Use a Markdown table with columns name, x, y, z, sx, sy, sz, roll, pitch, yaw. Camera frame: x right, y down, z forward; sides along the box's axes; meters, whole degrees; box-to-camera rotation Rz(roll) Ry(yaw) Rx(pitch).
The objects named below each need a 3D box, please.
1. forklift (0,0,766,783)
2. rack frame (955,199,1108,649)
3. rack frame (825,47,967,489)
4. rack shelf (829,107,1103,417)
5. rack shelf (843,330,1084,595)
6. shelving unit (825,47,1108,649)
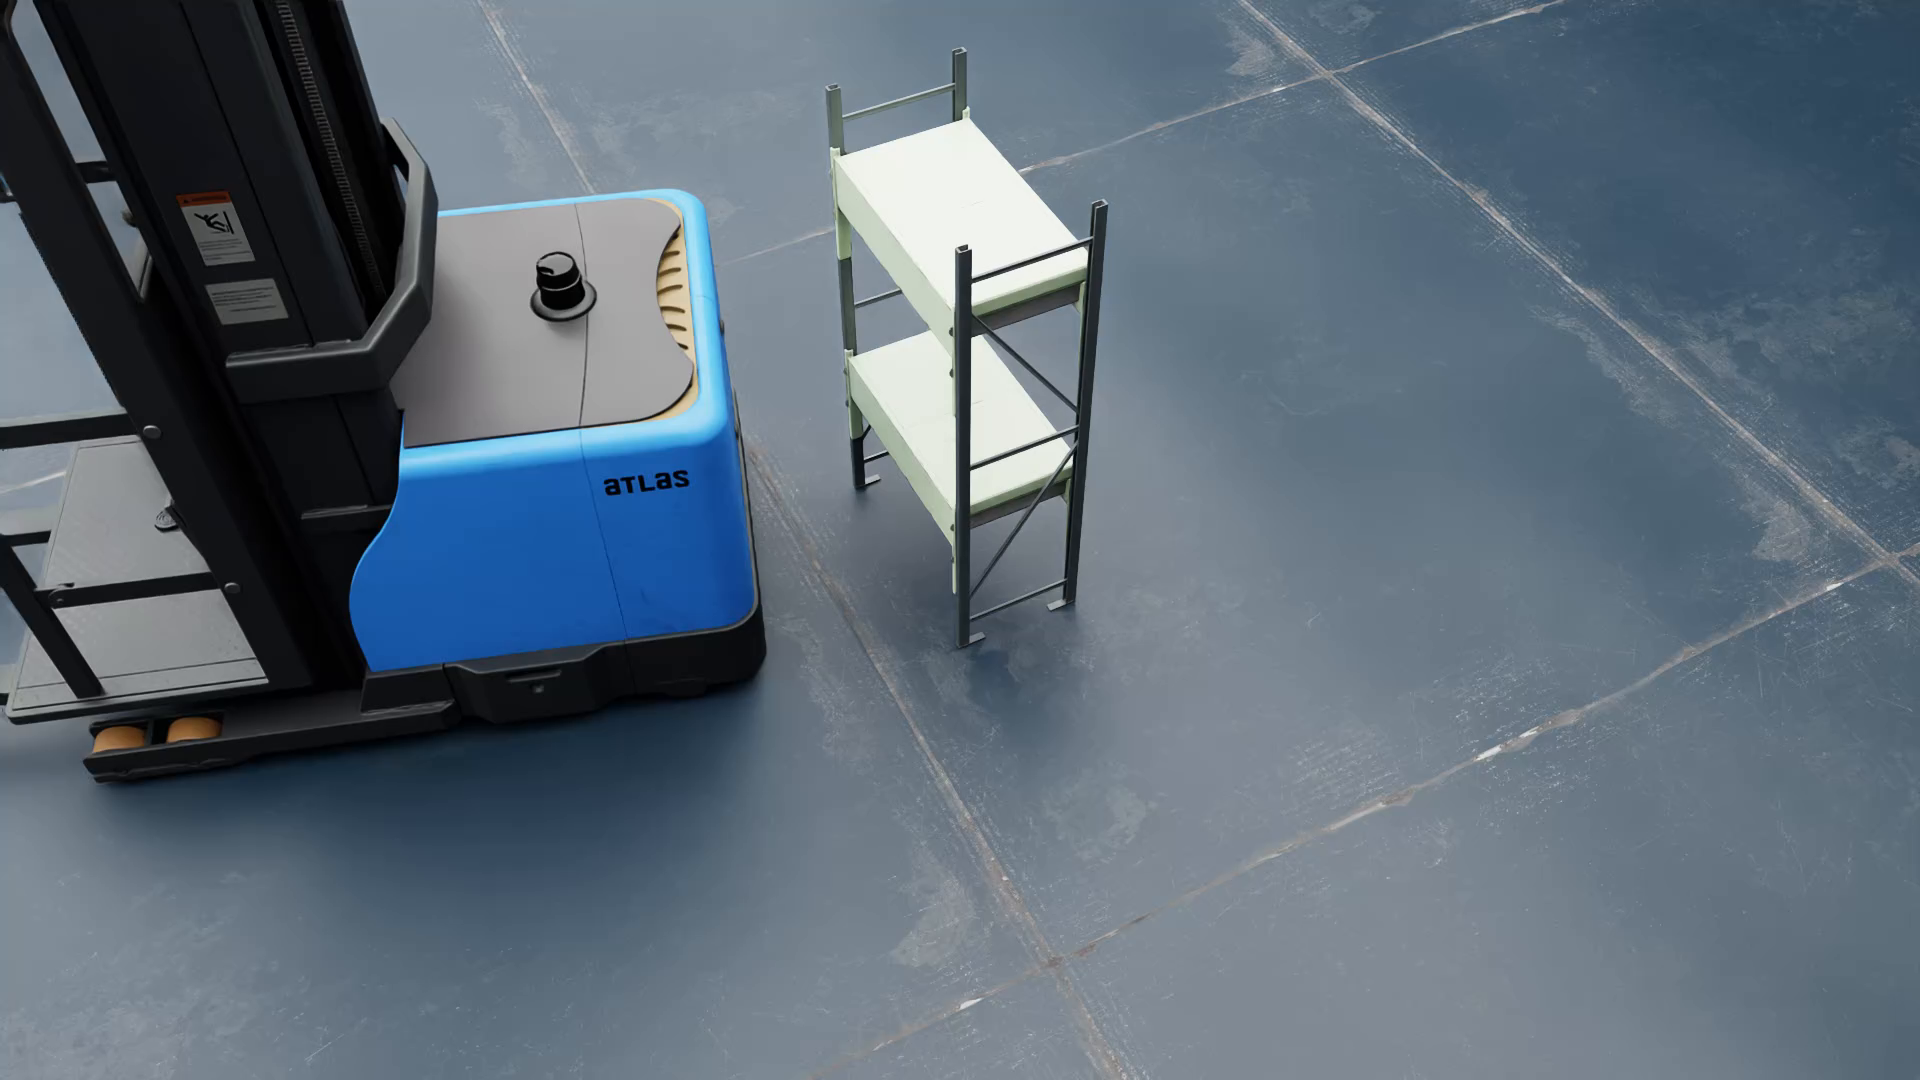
| name | x | y | z | sx | sy | sz | roll | pitch | yaw |
| --- | --- | --- | --- | --- | --- | --- | --- | --- | --- |
| forklift | -2.132 | -0.723 | 3.935 | 3.031 | 2.935 | 1.130 | -7 | 49 | -6 |
| rack frame | 0.171 | -0.244 | 4.467 | 0.400 | 1.500 | 0.023 | -21 | 52 | -18 |
| rack frame | -0.164 | -0.734 | 4.896 | 0.400 | 1.500 | 0.023 | -21 | 52 | -18 |
| rack shelf | 0.003 | -0.746 | 4.388 | 0.431 | 0.370 | 0.720 | -21 | 52 | -18 |
| rack shelf | 0.003 | -0.275 | 4.927 | 0.431 | 0.370 | 0.720 | -21 | 52 | -18 |
| shelving unit | 0.003 | -0.489 | 4.682 | 0.431 | 1.500 | 0.755 | -21 | 52 | -18 |
